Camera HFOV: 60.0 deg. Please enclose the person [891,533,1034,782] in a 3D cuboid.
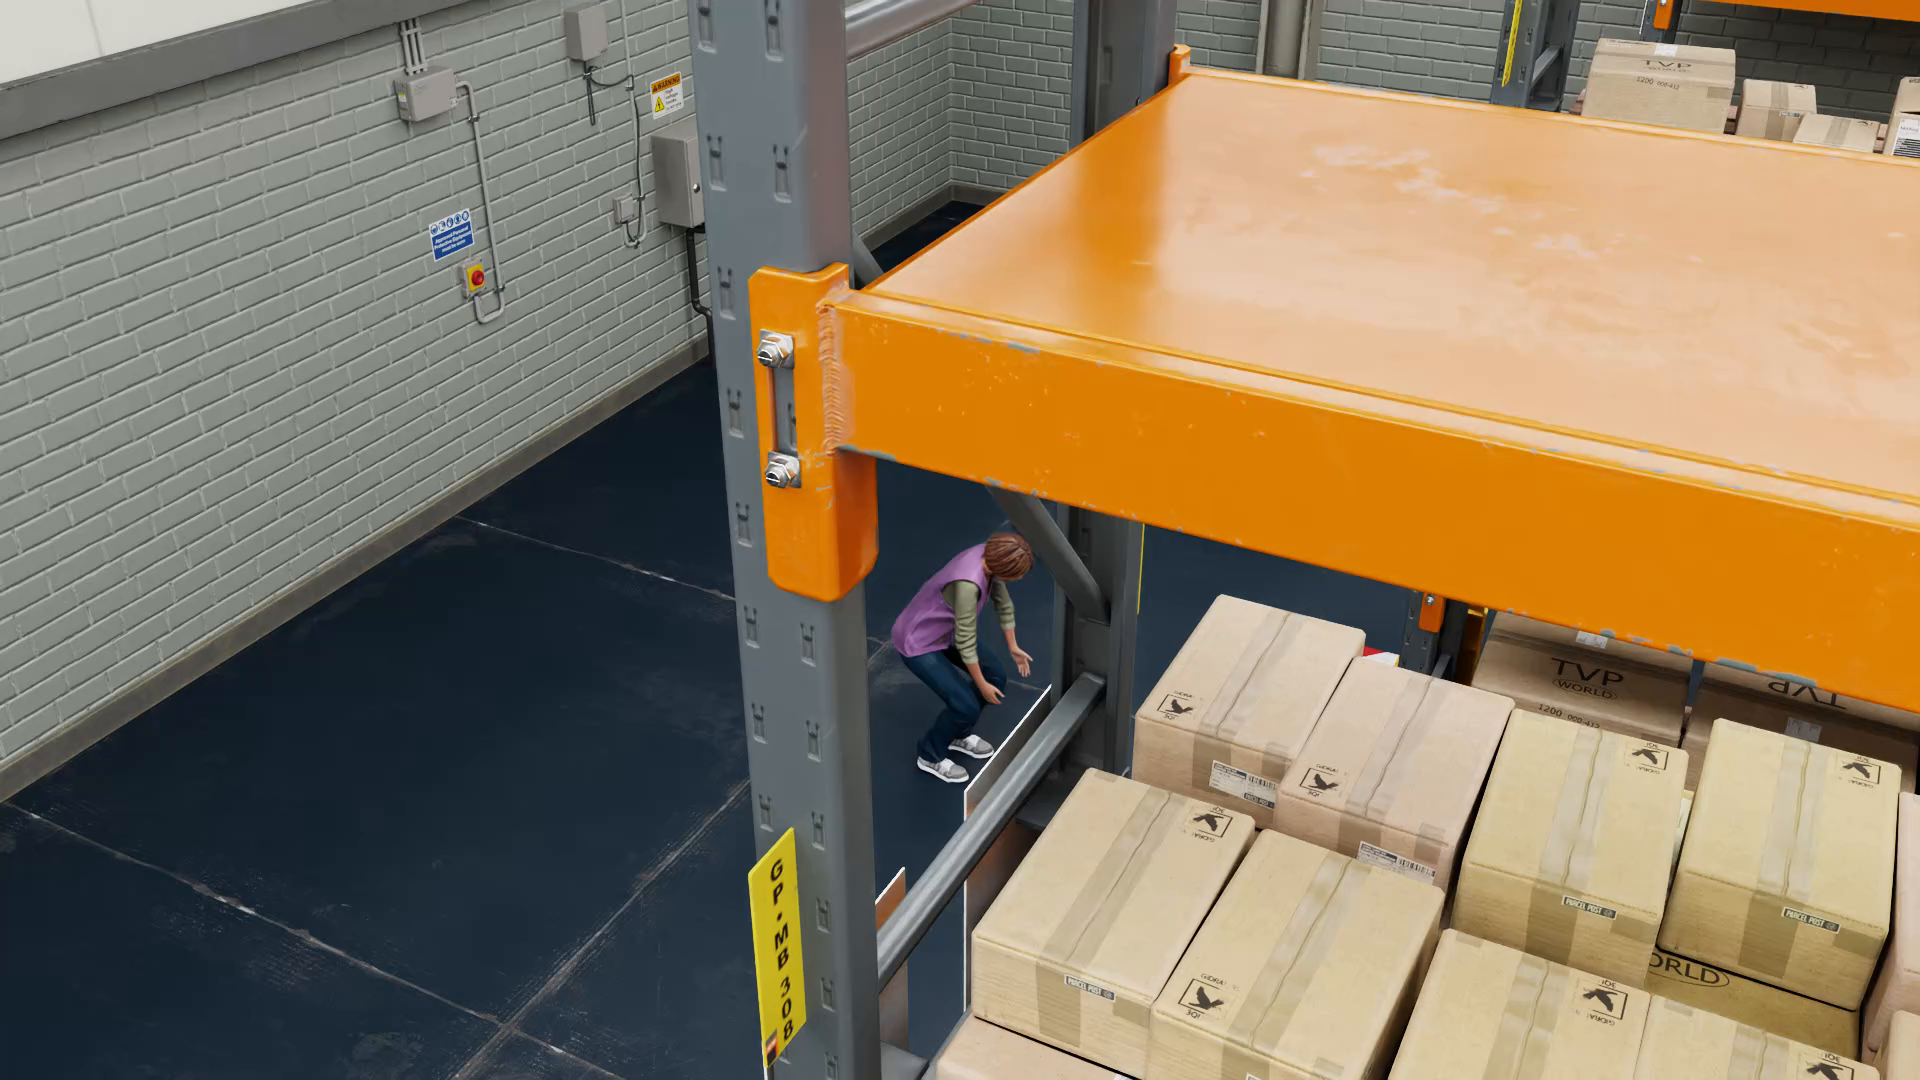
[{"bbox_3d":[0.022,0.496,7.615,0.657,1.283,0.462,15,34,23],"label":"person"}]
